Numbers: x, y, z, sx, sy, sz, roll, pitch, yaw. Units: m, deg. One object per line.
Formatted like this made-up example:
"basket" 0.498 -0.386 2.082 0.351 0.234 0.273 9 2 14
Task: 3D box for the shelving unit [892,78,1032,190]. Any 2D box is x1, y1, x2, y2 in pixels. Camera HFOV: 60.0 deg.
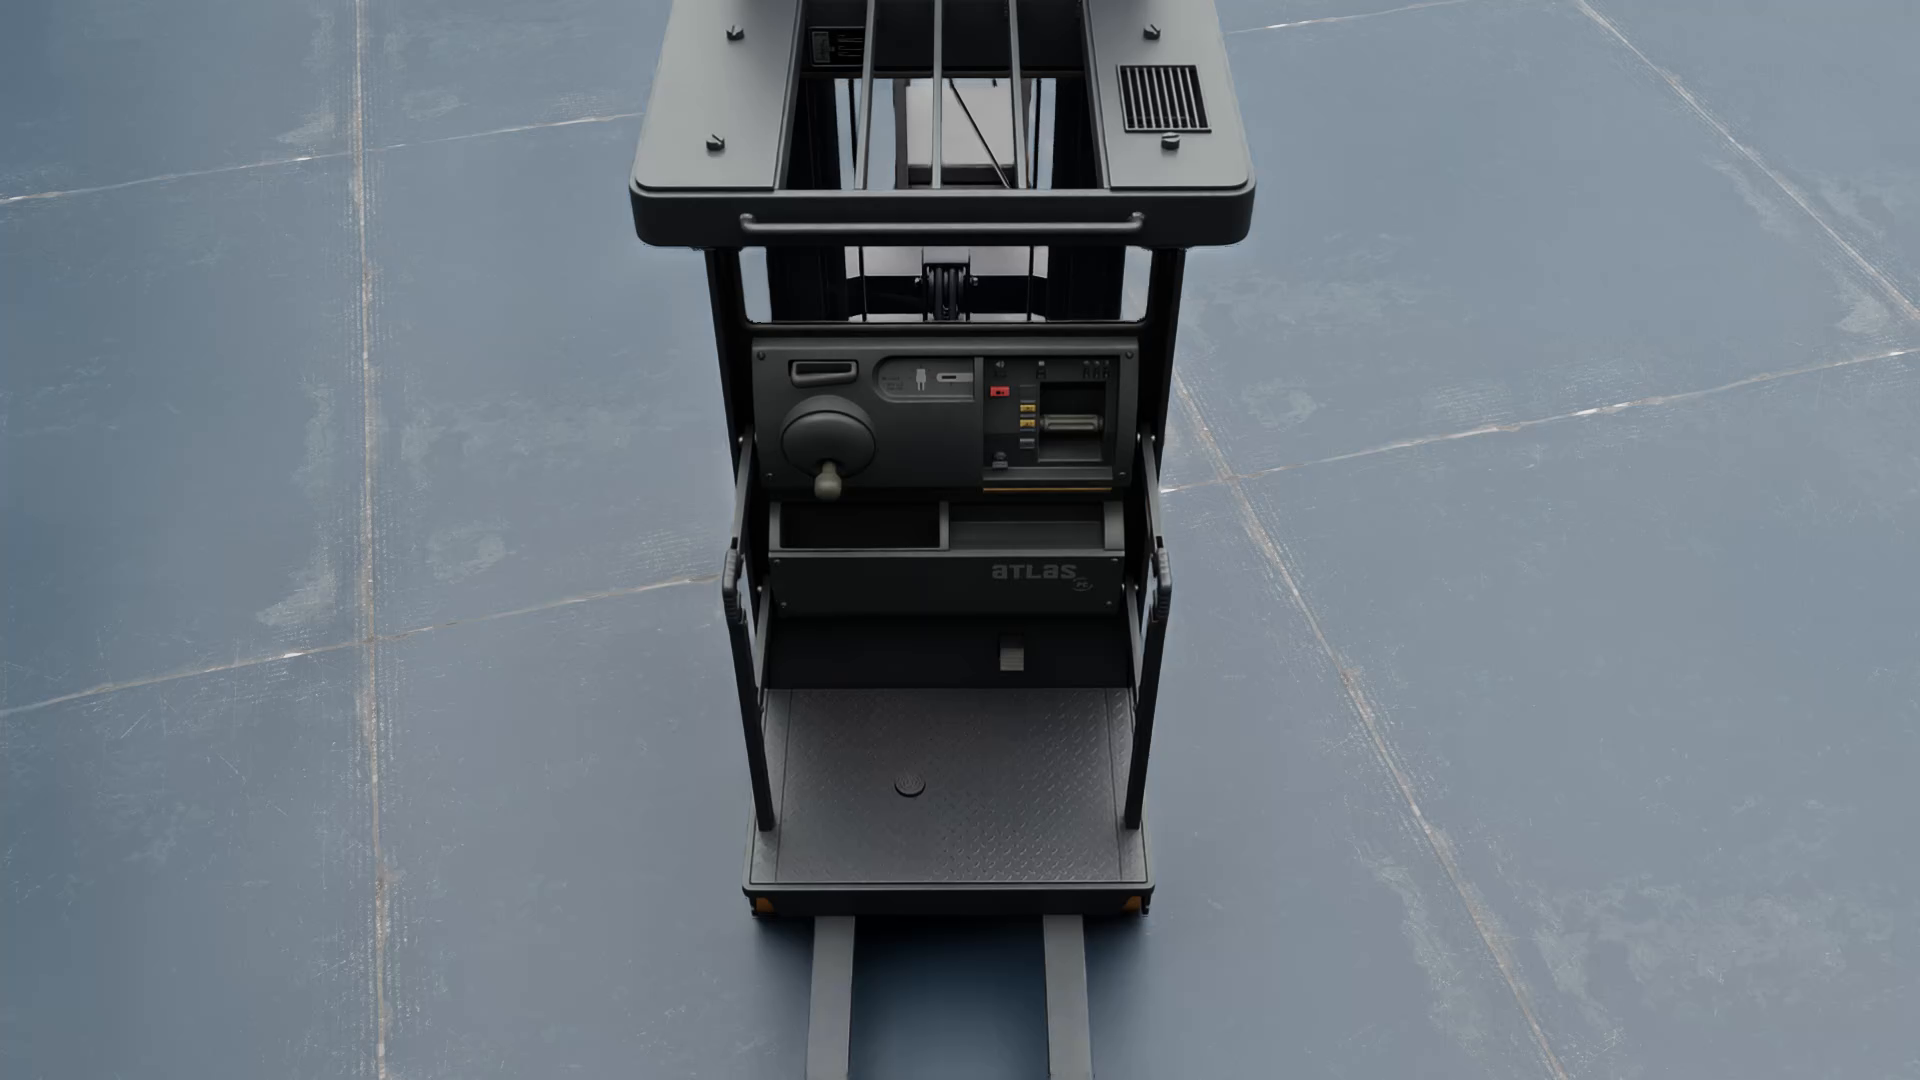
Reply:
"shelving unit" 0.005 -1.177 5.433 0.431 2.100 0.503 0 46 0

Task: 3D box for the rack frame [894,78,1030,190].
"rack frame" 0.006 -1.002 5.262 0.400 2.100 0.015 0 46 0

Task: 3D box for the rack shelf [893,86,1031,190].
"rack shelf" 0.005 -1.167 5.443 0.431 0.518 0.480 0 46 0

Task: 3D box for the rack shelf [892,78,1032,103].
"rack shelf" 0.005 -1.657 4.943 0.431 0.518 0.480 0 46 0

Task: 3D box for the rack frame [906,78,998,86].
"rack frame" 0.004 -1.351 5.604 0.400 2.100 0.015 0 46 0

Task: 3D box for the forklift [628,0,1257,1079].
"forklift" -0.032 -0.201 3.894 1.130 2.935 3.031 0 46 0
